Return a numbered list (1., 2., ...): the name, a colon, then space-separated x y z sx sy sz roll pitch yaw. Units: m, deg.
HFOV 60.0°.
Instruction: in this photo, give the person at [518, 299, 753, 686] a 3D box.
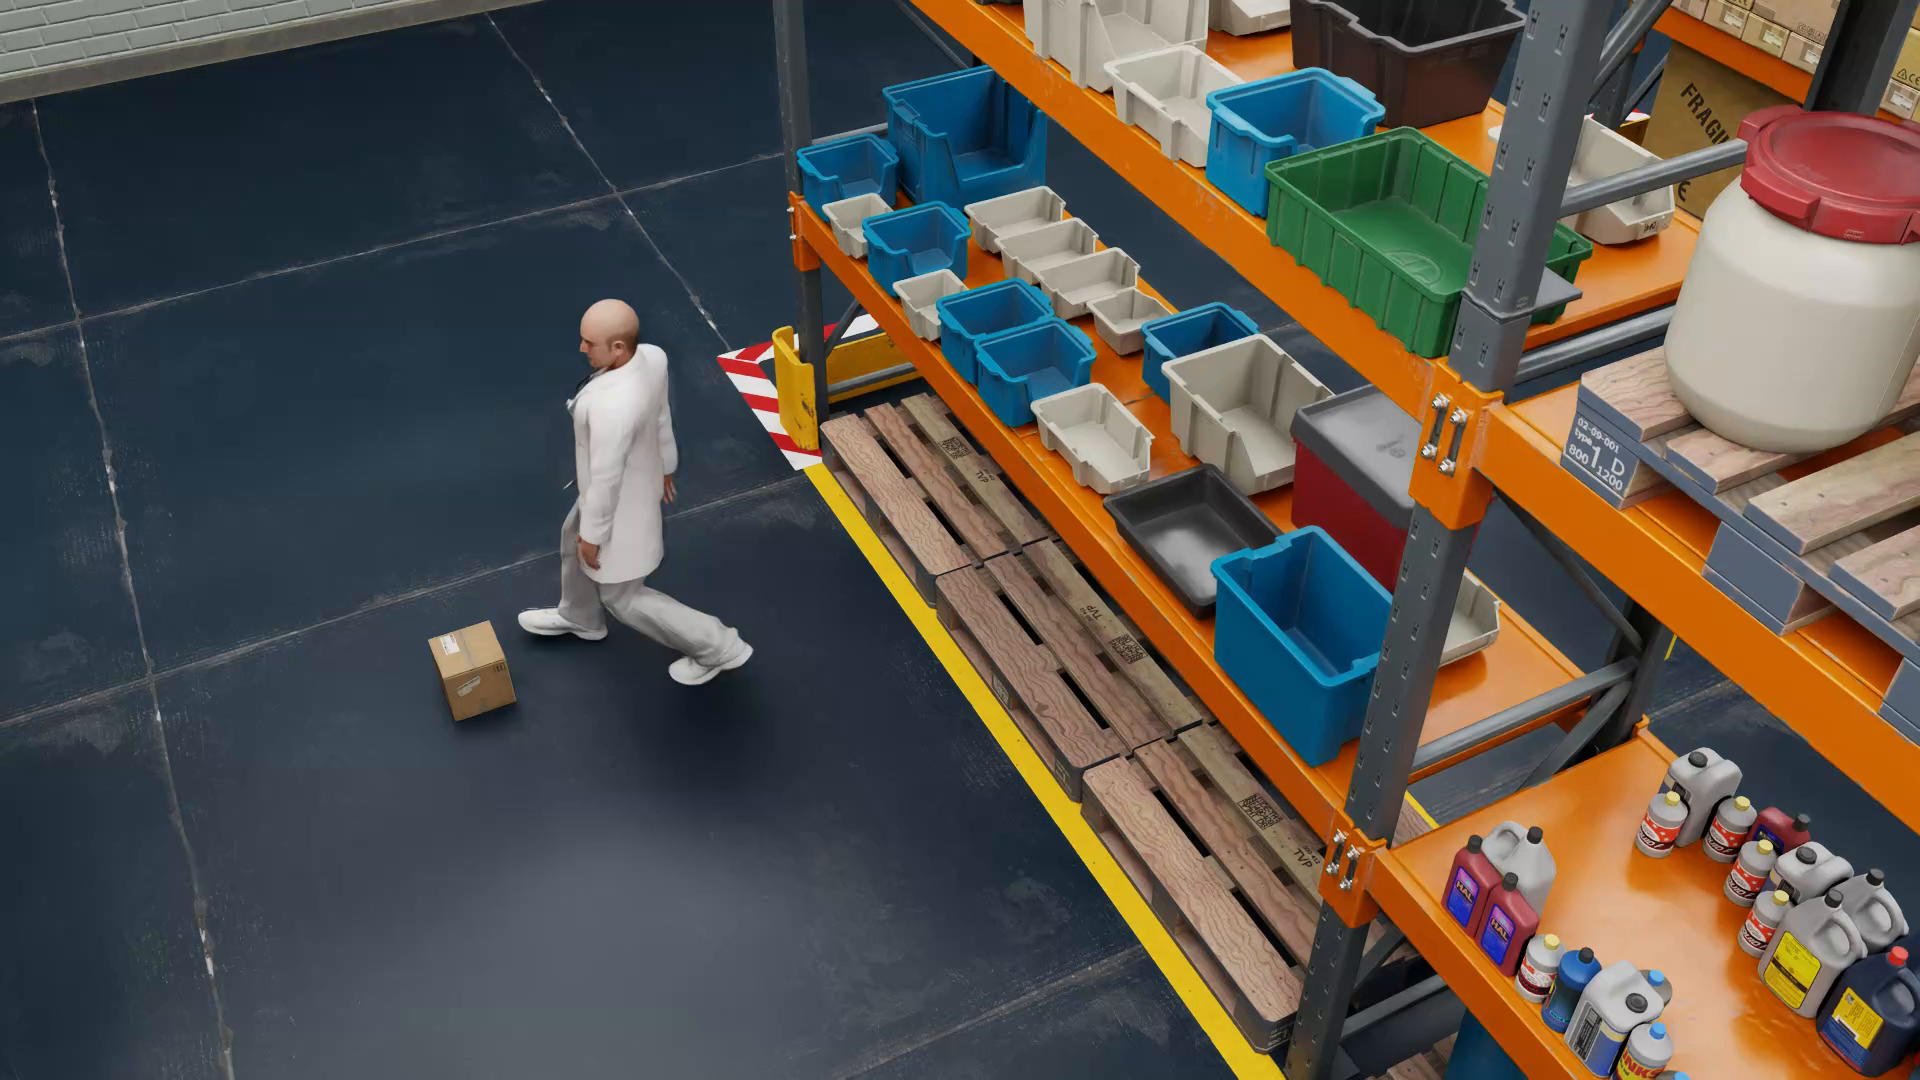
1. person: -1.338 -0.177 6.395 1.062 1.713 0.615 4 41 5
